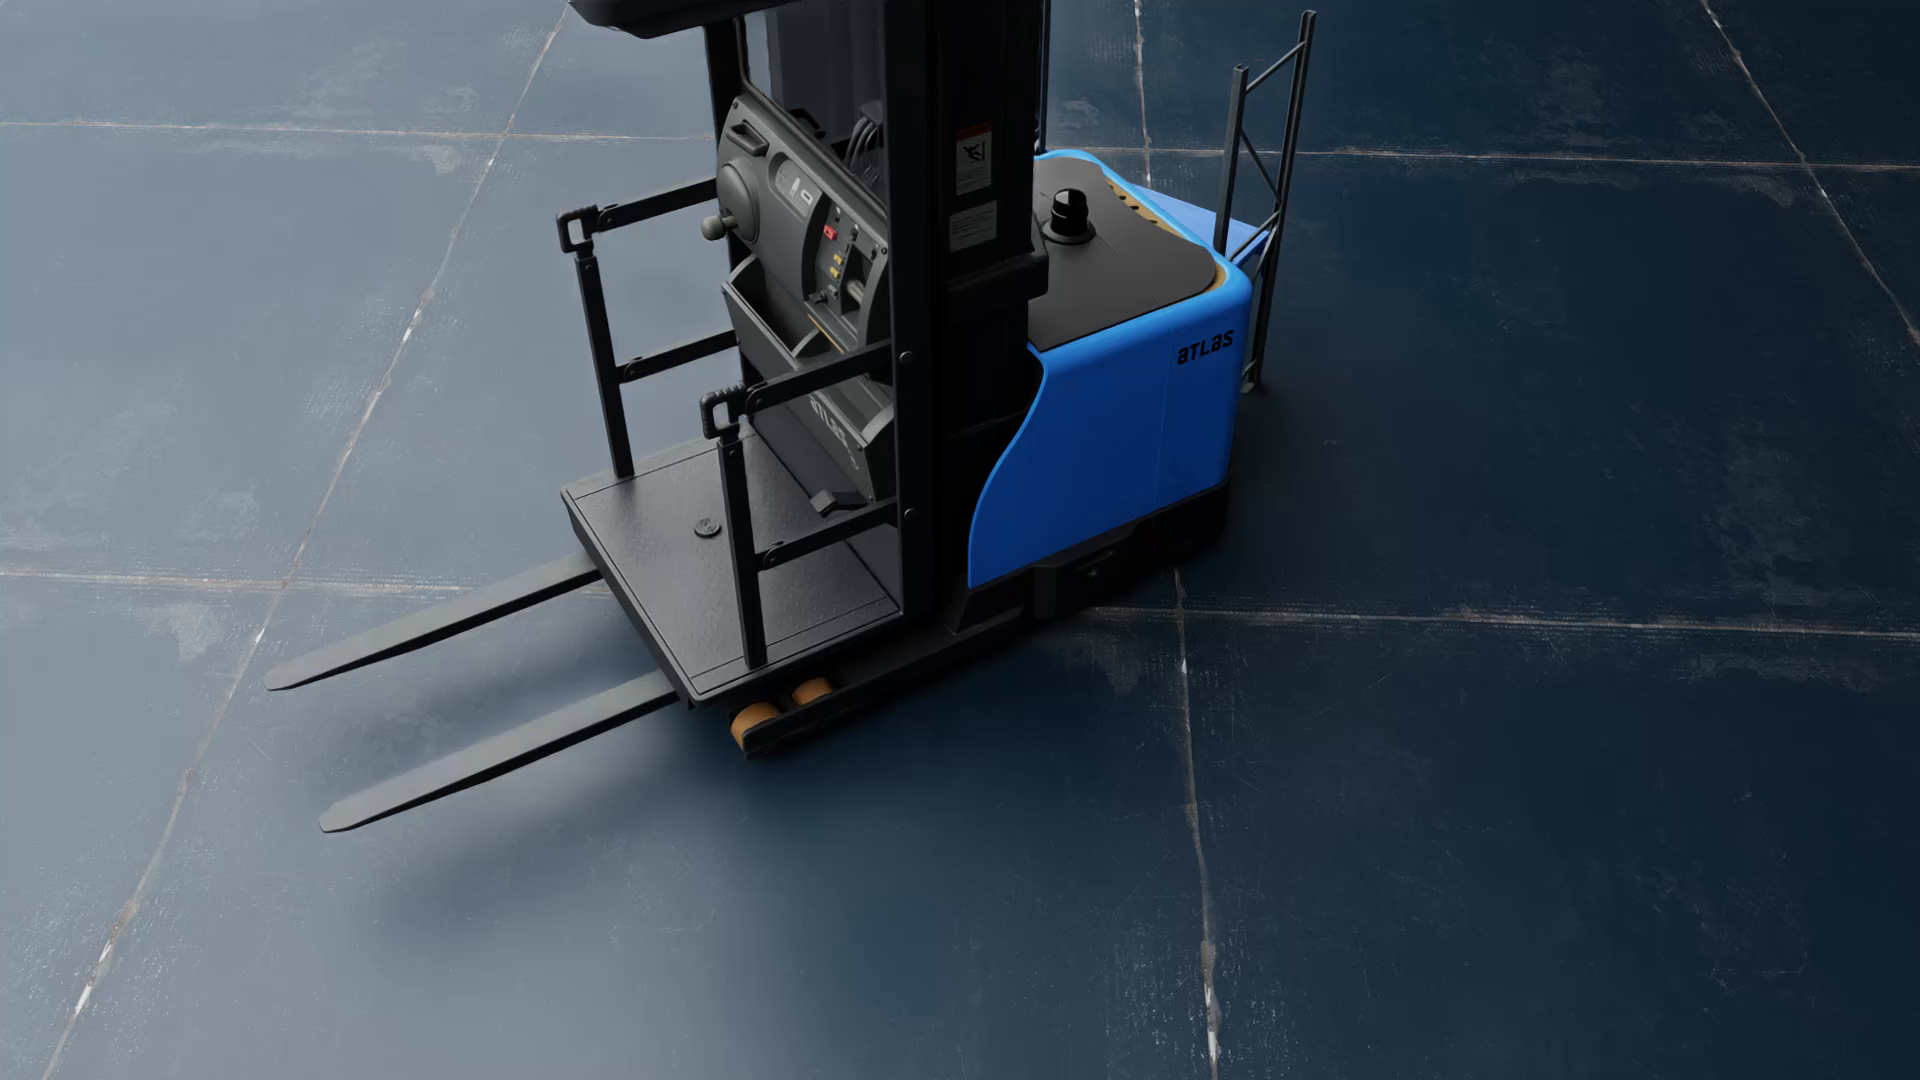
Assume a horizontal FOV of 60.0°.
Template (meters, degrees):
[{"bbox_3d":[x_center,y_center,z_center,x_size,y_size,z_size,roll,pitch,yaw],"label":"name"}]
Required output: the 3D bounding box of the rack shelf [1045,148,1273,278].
[{"bbox_3d":[0.584,-1.100,6.094,1.000,0.185,0.538,26,49,25],"label":"rack shelf"}]

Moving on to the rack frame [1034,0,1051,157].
[{"bbox_3d":[0.171,-1.433,6.188,0.032,1.500,0.500,26,49,25],"label":"rack frame"}]

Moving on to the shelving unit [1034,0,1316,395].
[{"bbox_3d":[0.584,-1.231,5.971,1.048,1.500,0.538,26,49,25],"label":"shelving unit"}]

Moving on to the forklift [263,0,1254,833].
[{"bbox_3d":[-0.620,-0.832,4.493,3.031,2.935,1.130,-22,47,-22],"label":"forklift"}]

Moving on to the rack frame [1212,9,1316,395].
[{"bbox_3d":[0.998,-1.030,5.755,0.032,1.500,0.500,26,49,25],"label":"rack frame"}]
